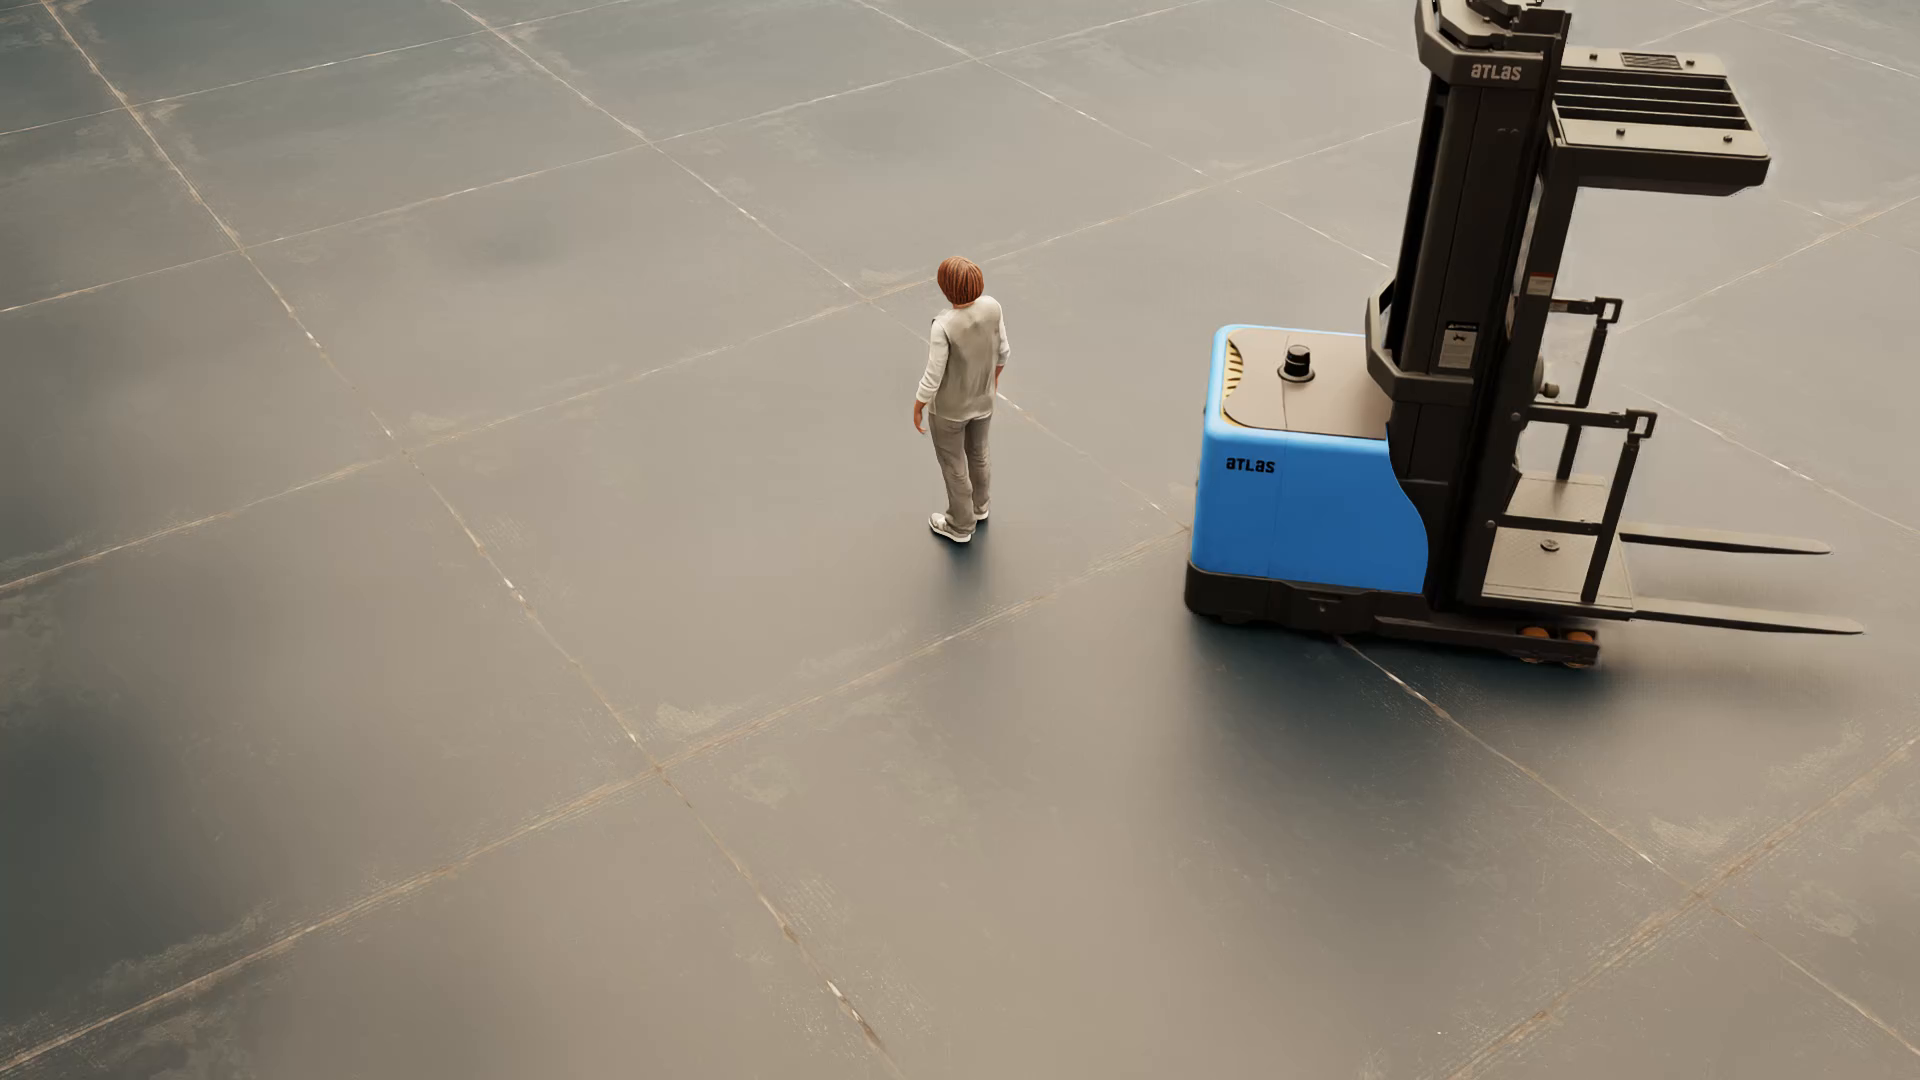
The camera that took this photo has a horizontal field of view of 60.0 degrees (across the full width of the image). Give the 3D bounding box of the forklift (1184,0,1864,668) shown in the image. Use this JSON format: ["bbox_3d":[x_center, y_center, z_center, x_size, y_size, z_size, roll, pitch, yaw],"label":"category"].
[{"bbox_3d":[2.631,-0.935,7.209,3.031,2.935,1.130,6,37,8],"label":"forklift"}]

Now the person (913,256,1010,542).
[{"bbox_3d":[-0.031,-0.688,7.985,0.521,1.596,0.475,-23,42,-28],"label":"person"}]
